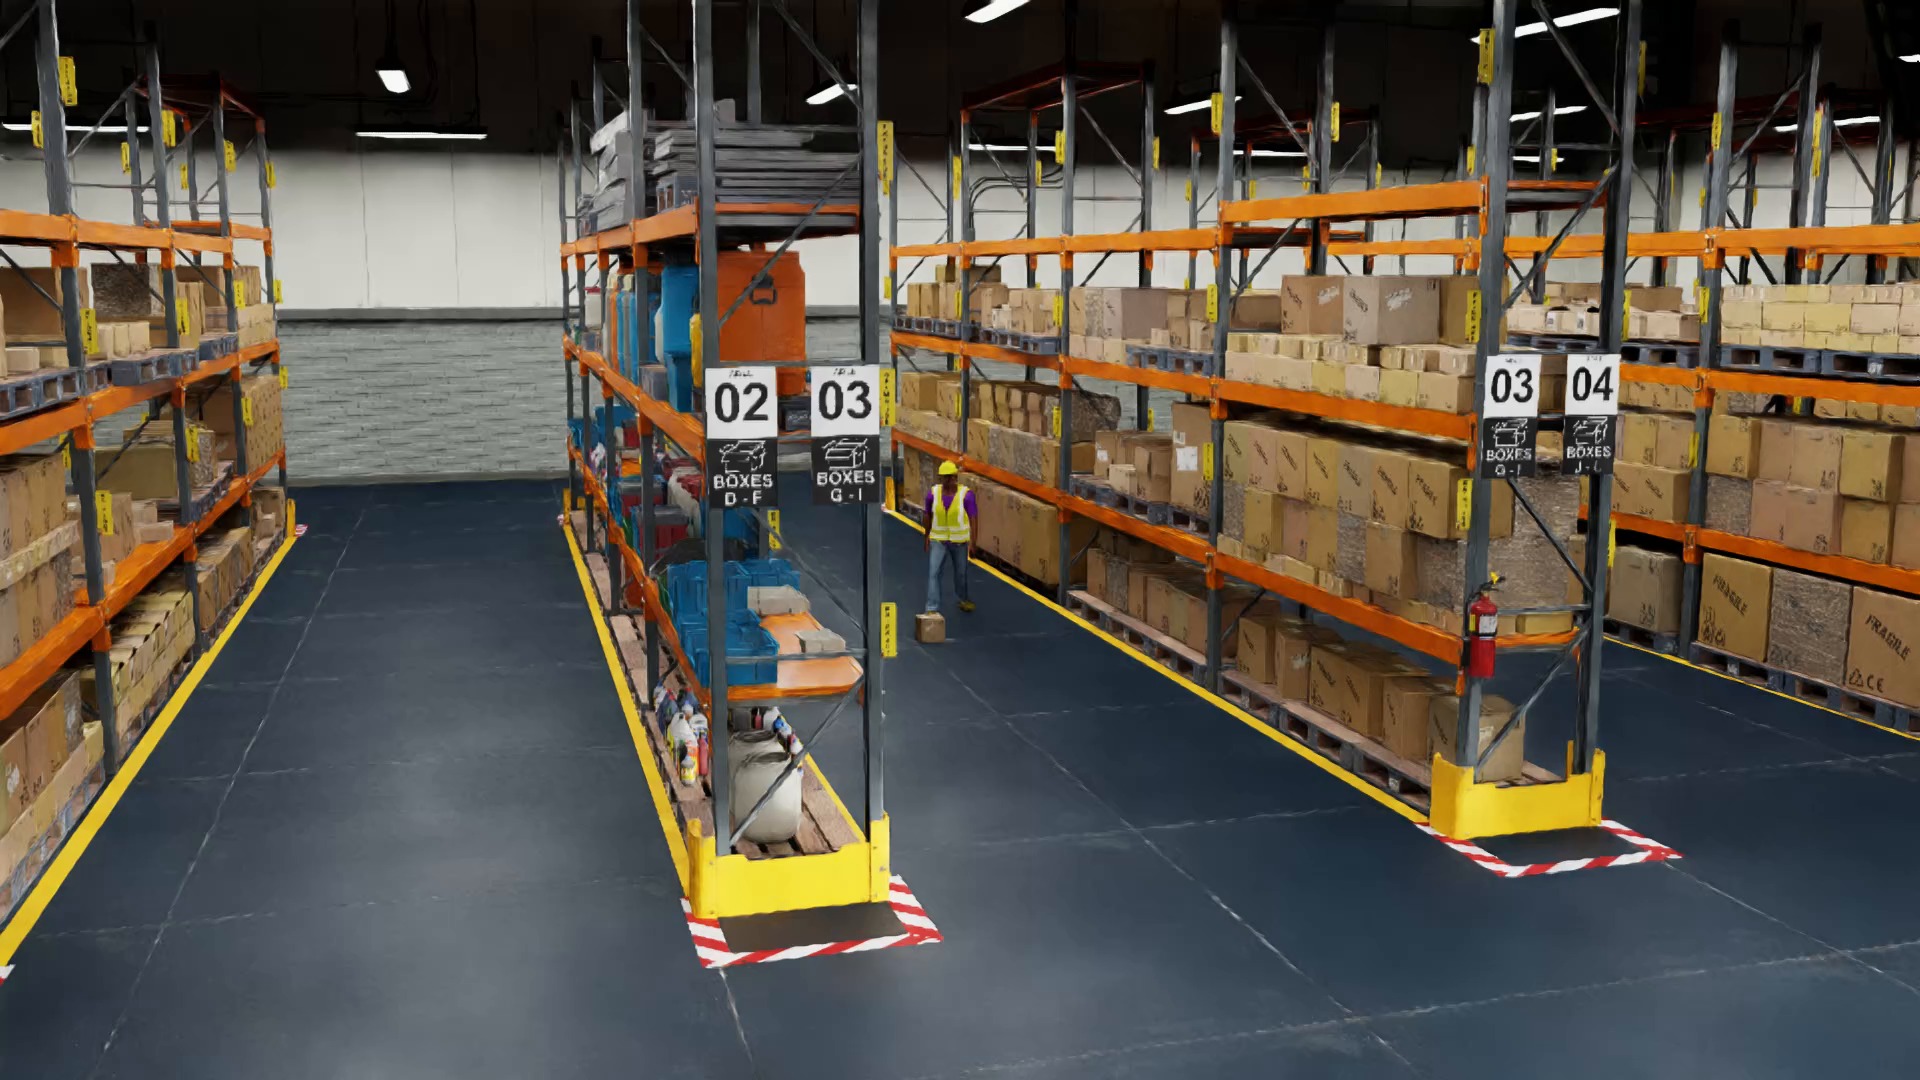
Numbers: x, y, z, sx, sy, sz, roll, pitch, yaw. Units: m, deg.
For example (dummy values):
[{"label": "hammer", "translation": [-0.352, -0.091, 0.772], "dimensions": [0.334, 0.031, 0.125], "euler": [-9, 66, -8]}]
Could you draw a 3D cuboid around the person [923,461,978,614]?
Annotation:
[{"label": "person", "translation": [-0.110, -0.002, 17.940], "dimensions": [0.617, 1.727, 0.963], "euler": [1, 9, 7]}]
